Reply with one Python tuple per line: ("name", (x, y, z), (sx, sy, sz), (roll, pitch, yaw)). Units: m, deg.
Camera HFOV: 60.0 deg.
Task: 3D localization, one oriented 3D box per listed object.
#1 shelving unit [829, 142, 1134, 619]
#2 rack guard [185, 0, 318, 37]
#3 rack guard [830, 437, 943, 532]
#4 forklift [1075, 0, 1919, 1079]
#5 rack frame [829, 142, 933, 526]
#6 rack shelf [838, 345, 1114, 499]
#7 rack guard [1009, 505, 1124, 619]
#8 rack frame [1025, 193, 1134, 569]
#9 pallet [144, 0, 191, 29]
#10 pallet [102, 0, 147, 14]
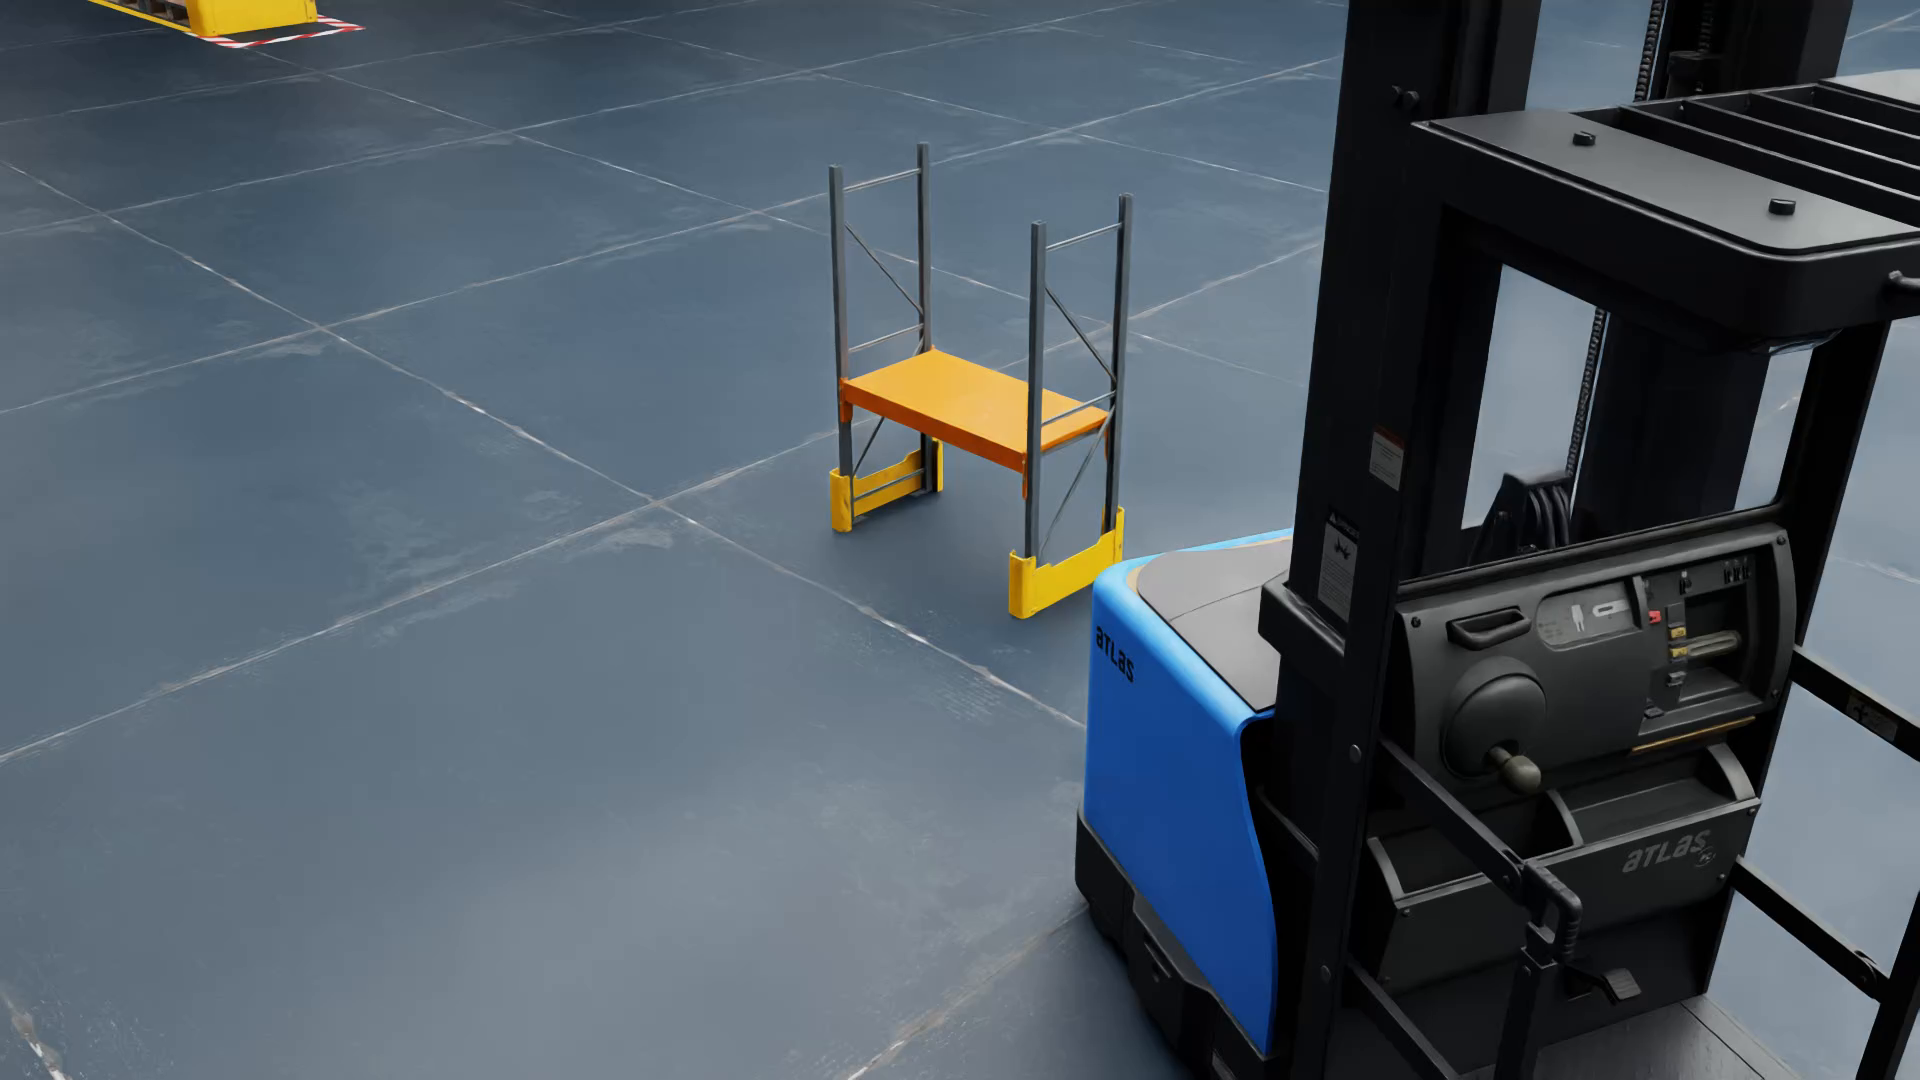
("shelving unit", (0.054, -0.639, 6.354), (1.083, 1.500, 0.587), (25, 36, 38))
("rack guard", (-6.921, -5.268, 16.231), (0.348, 0.500, 1.175), (25, 36, 38))
("rack guard", (-0.301, -0.248, 6.954), (0.087, 0.250, 0.587), (25, 36, 38))
("forklift", (1.344, 0.272, 3.083), (1.130, 2.935, 3.031), (-11, 30, -19))
("rack frame", (-0.302, -0.802, 6.663), (0.032, 1.500, 0.500), (25, 36, 38))
("rack shelf", (0.061, -0.477, 6.432), (1.000, 0.185, 0.538), (25, 36, 38))
("rack guard", (0.409, 0.077, 6.335), (0.087, 0.250, 0.587), (25, 36, 38))
("rack frame", (0.423, -0.470, 6.033), (0.032, 1.500, 0.500), (25, 36, 38))
("pallet", (-7.496, -5.407, 16.806), (1.213, 0.211, 1.003), (25, 36, 38))
("pallet", (-8.362, -5.805, 17.563), (1.213, 0.211, 1.003), (25, 36, 38))
